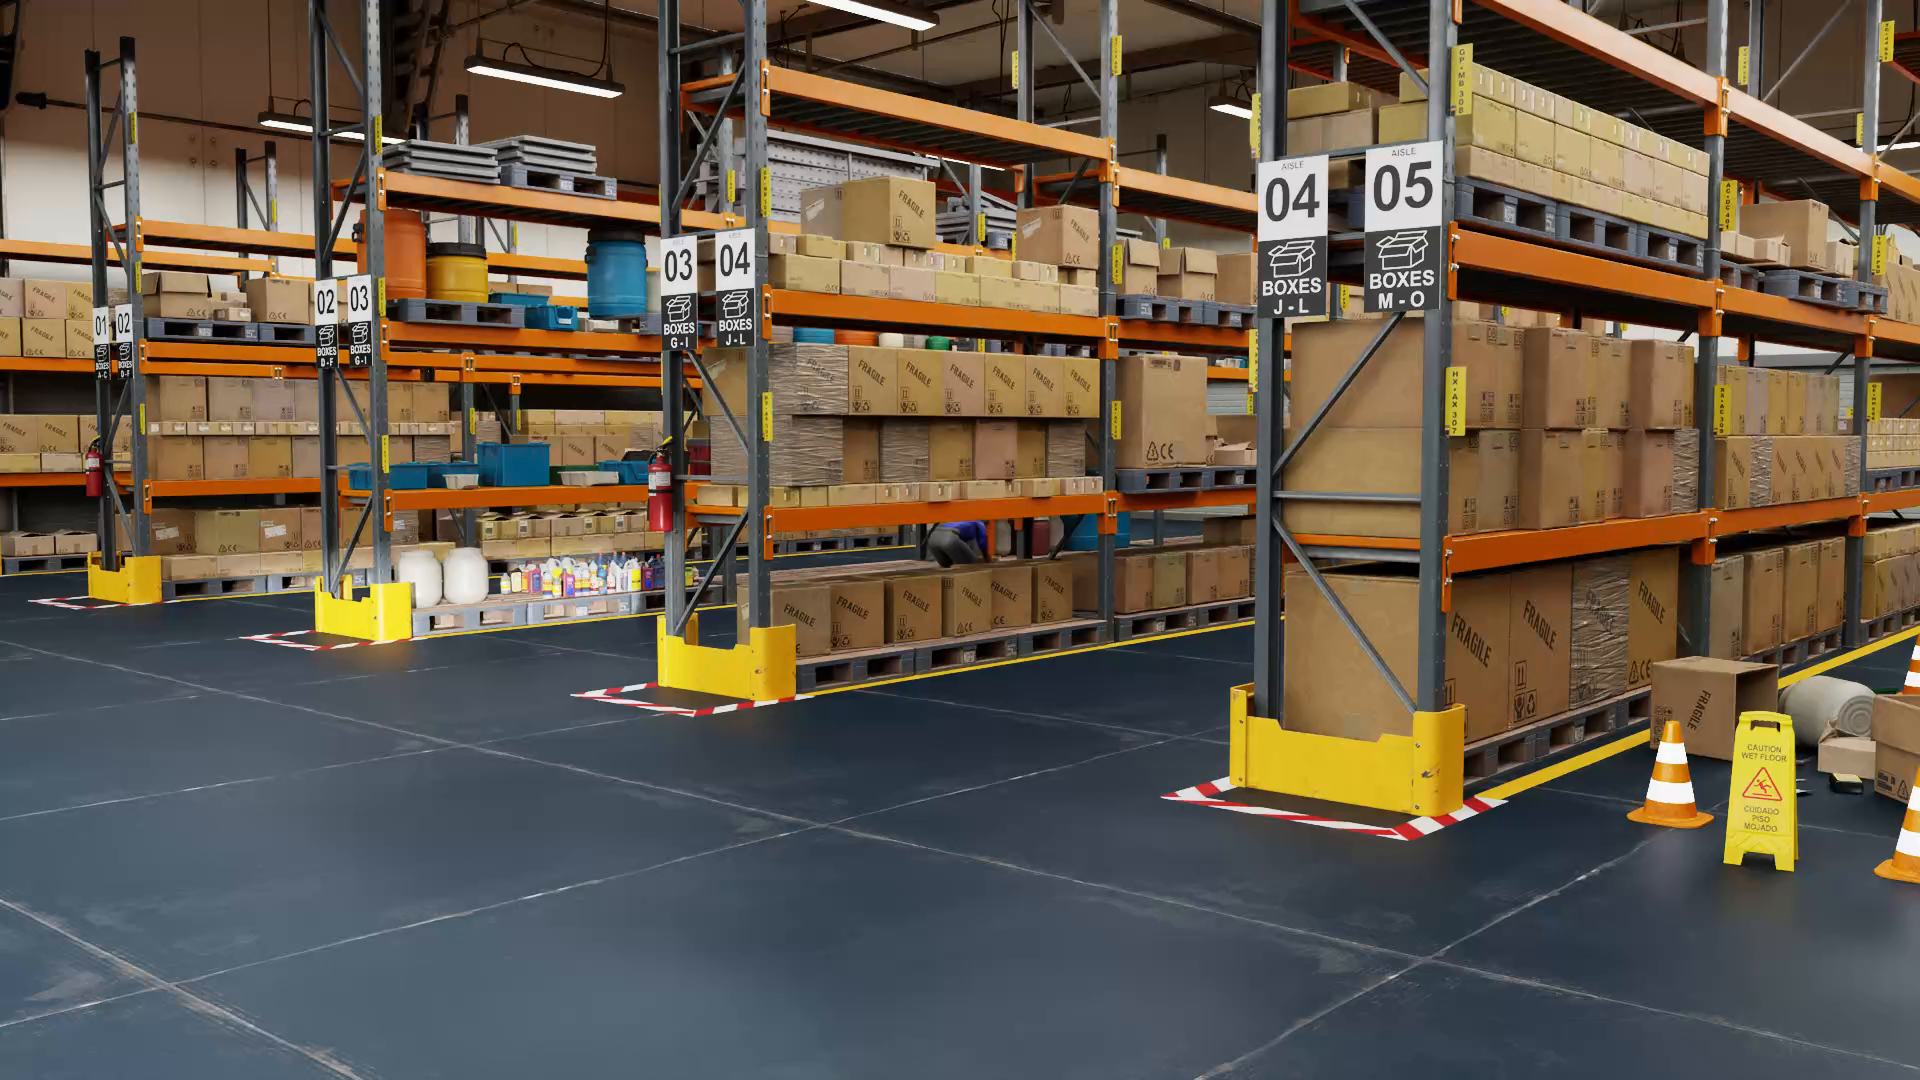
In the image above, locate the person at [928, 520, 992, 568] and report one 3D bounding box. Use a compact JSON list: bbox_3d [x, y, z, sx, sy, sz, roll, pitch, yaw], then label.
[{"bbox_3d":[0.020,0.210,17.333,0.456,1.012,0.860,3,5,38],"label":"person"}]
